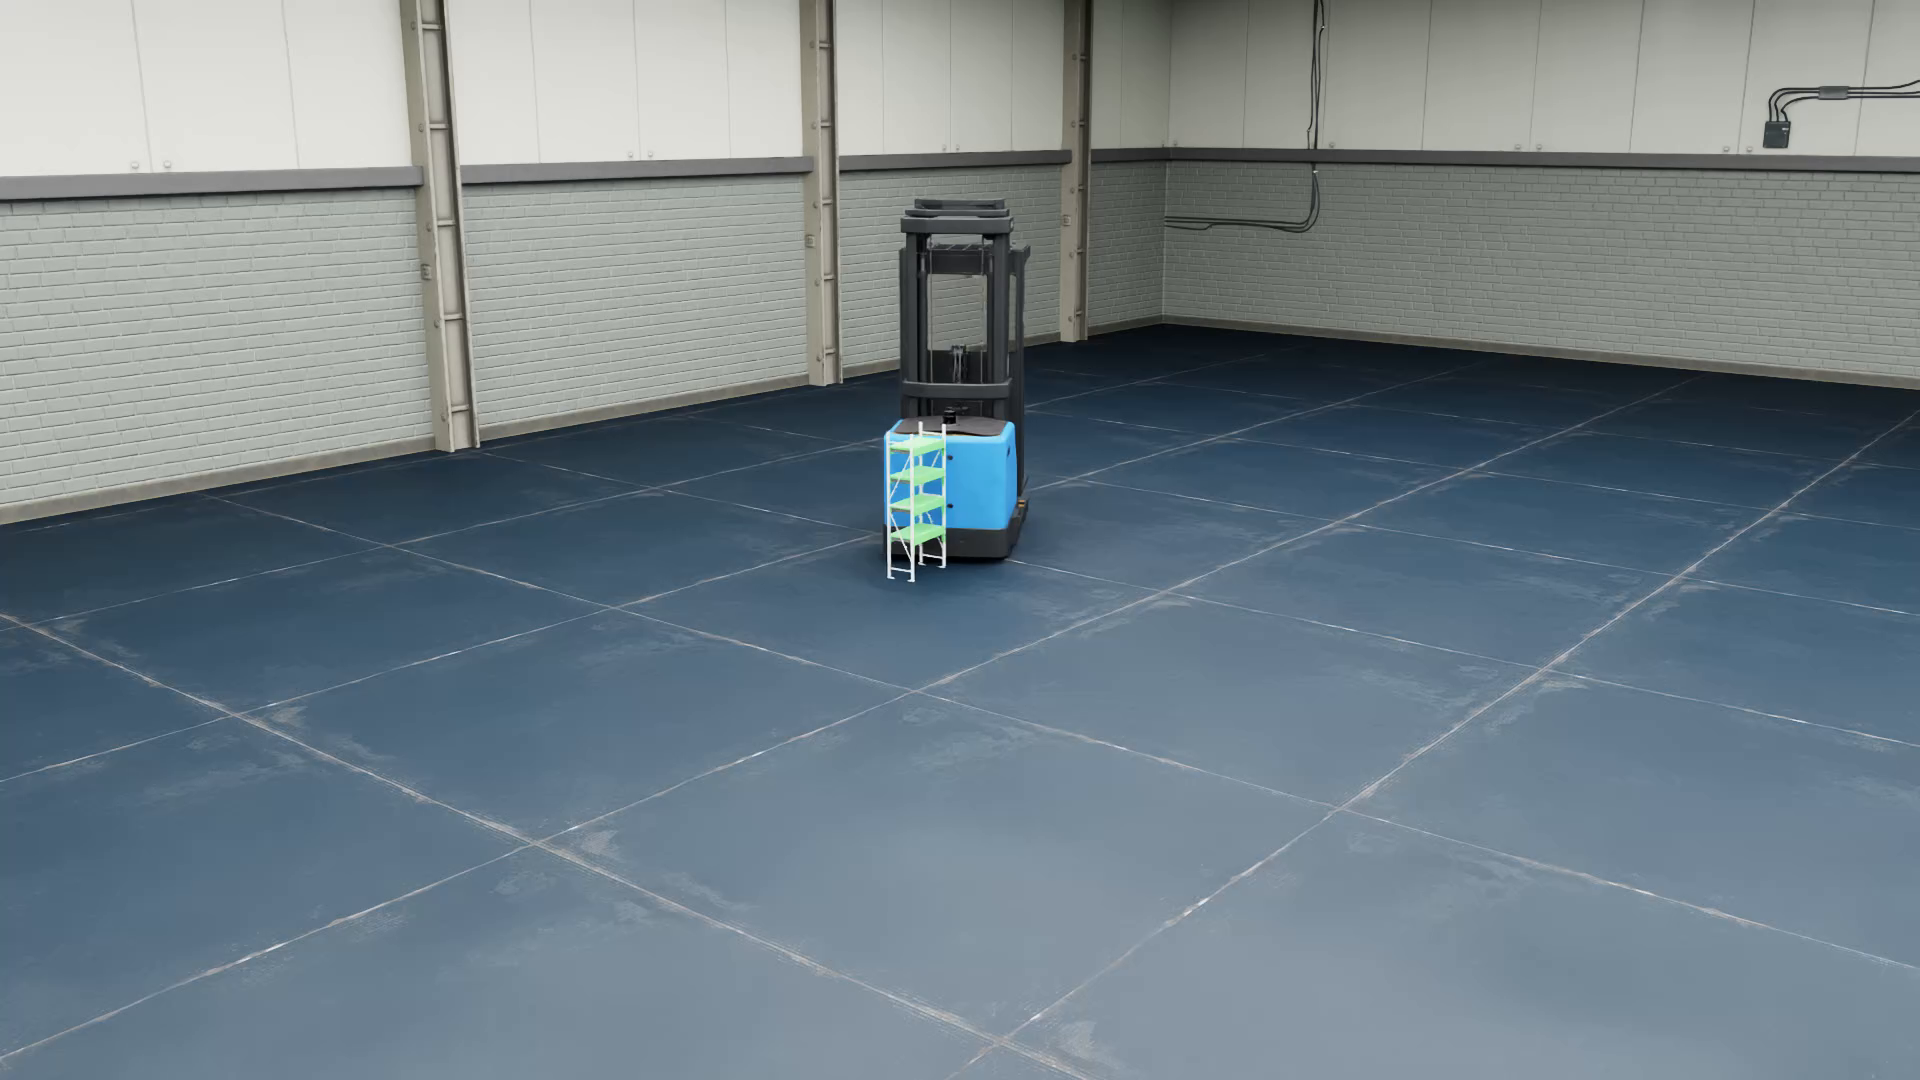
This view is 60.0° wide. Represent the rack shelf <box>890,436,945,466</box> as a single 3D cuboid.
[{"bbox_3d":[-0.350,-0.716,13.314,0.258,0.148,0.480,8,16,30],"label":"rack shelf"}]

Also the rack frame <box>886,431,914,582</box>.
[{"bbox_3d":[-0.474,-0.261,13.213,0.240,1.200,0.015,8,16,30],"label":"rack frame"}]

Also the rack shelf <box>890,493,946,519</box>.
[{"bbox_3d":[-0.350,-0.251,13.432,0.258,0.148,0.480,8,16,30],"label":"rack shelf"}]

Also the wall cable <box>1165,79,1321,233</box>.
[{"bbox_3d":[4.770,-6.551,28.439,3.097,2.526,0.112,11,18,38],"label":"wall cable"}]

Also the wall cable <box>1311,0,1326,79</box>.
[{"bbox_3d":[6.874,-8.580,26.170,3.097,2.526,0.112,11,18,38],"label":"wall cable"}]

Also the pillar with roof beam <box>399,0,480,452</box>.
[{"bbox_3d":[-2.304,-4.732,14.973,9.100,9.000,0.400,11,18,38],"label":"pillar with roof beam"}]

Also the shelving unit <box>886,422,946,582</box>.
[{"bbox_3d":[-0.350,-0.313,13.417,0.258,1.200,0.503,8,16,30],"label":"shelving unit"}]

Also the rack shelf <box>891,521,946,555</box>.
[{"bbox_3d":[-0.350,-0.018,13.492,0.258,0.148,0.480,8,16,30],"label":"rack shelf"}]

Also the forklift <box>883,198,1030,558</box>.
[{"bbox_3d":[0.045,-1.588,14.920,1.130,2.935,3.031,2,14,7],"label":"forklift"}]

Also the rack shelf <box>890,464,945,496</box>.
[{"bbox_3d":[-0.350,-0.483,13.373,0.258,0.148,0.480,8,16,30],"label":"rack shelf"}]

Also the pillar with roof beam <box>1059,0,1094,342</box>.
[{"bbox_3d":[5.239,-7.030,24.019,9.100,9.000,0.400,11,18,38],"label":"pillar with roof beam"}]

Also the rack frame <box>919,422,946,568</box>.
[{"bbox_3d":[-0.226,-0.364,13.620,0.240,1.200,0.015,8,16,30],"label":"rack frame"}]

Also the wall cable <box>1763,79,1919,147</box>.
[{"bbox_3d":[12.144,-8.232,21.843,2.305,6.003,0.169,11,18,38],"label":"wall cable"}]

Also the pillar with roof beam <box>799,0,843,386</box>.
[{"bbox_3d":[1.468,-5.881,19.496,9.100,9.000,0.400,11,18,38],"label":"pillar with roof beam"}]
